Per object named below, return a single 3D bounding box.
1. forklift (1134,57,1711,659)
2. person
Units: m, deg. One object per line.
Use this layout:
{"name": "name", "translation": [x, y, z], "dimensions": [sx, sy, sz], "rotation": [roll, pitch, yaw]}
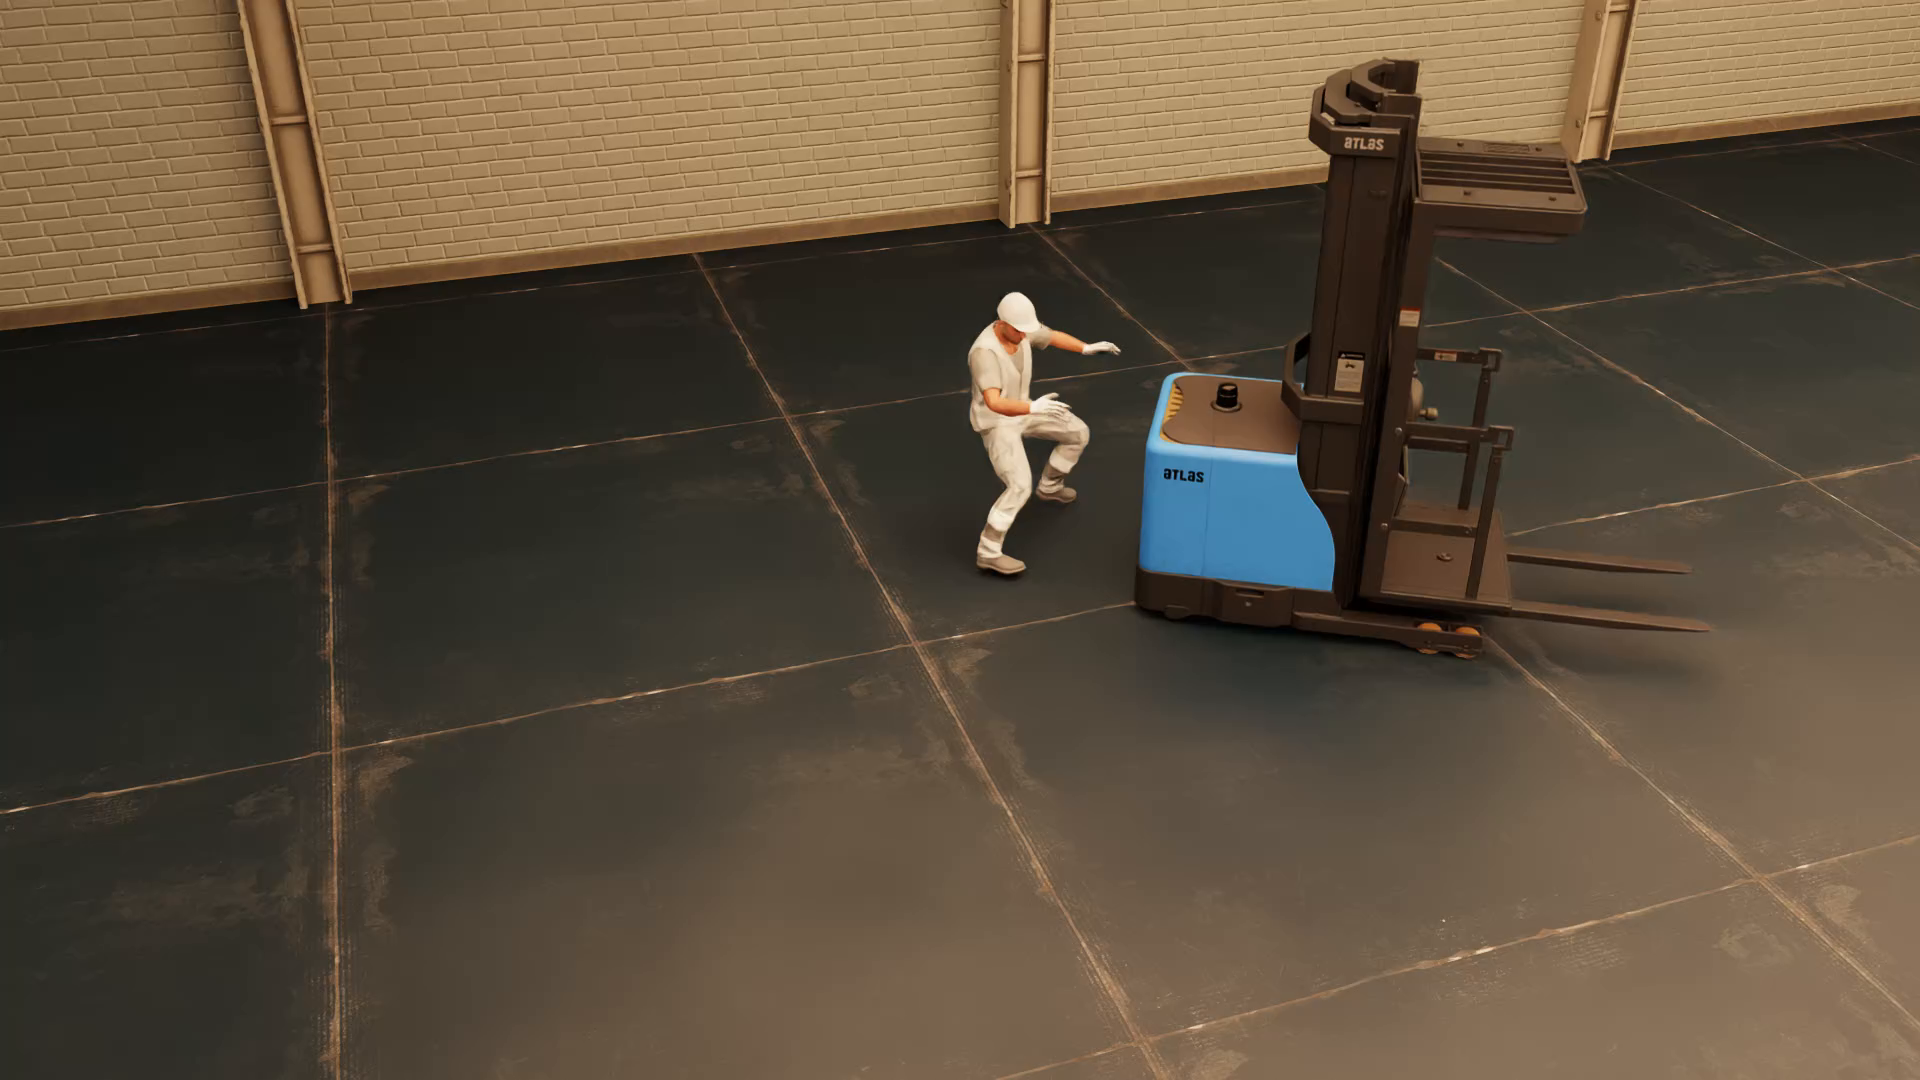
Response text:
{"name": "forklift", "translation": [2.546, -0.926, 8.696], "dimensions": [3.031, 2.935, 1.130], "rotation": [6, 31, 11]}
{"name": "person", "translation": [0.425, -0.710, 9.648], "dimensions": [0.748, 1.533, 1.061], "rotation": [21, 36, 32]}
